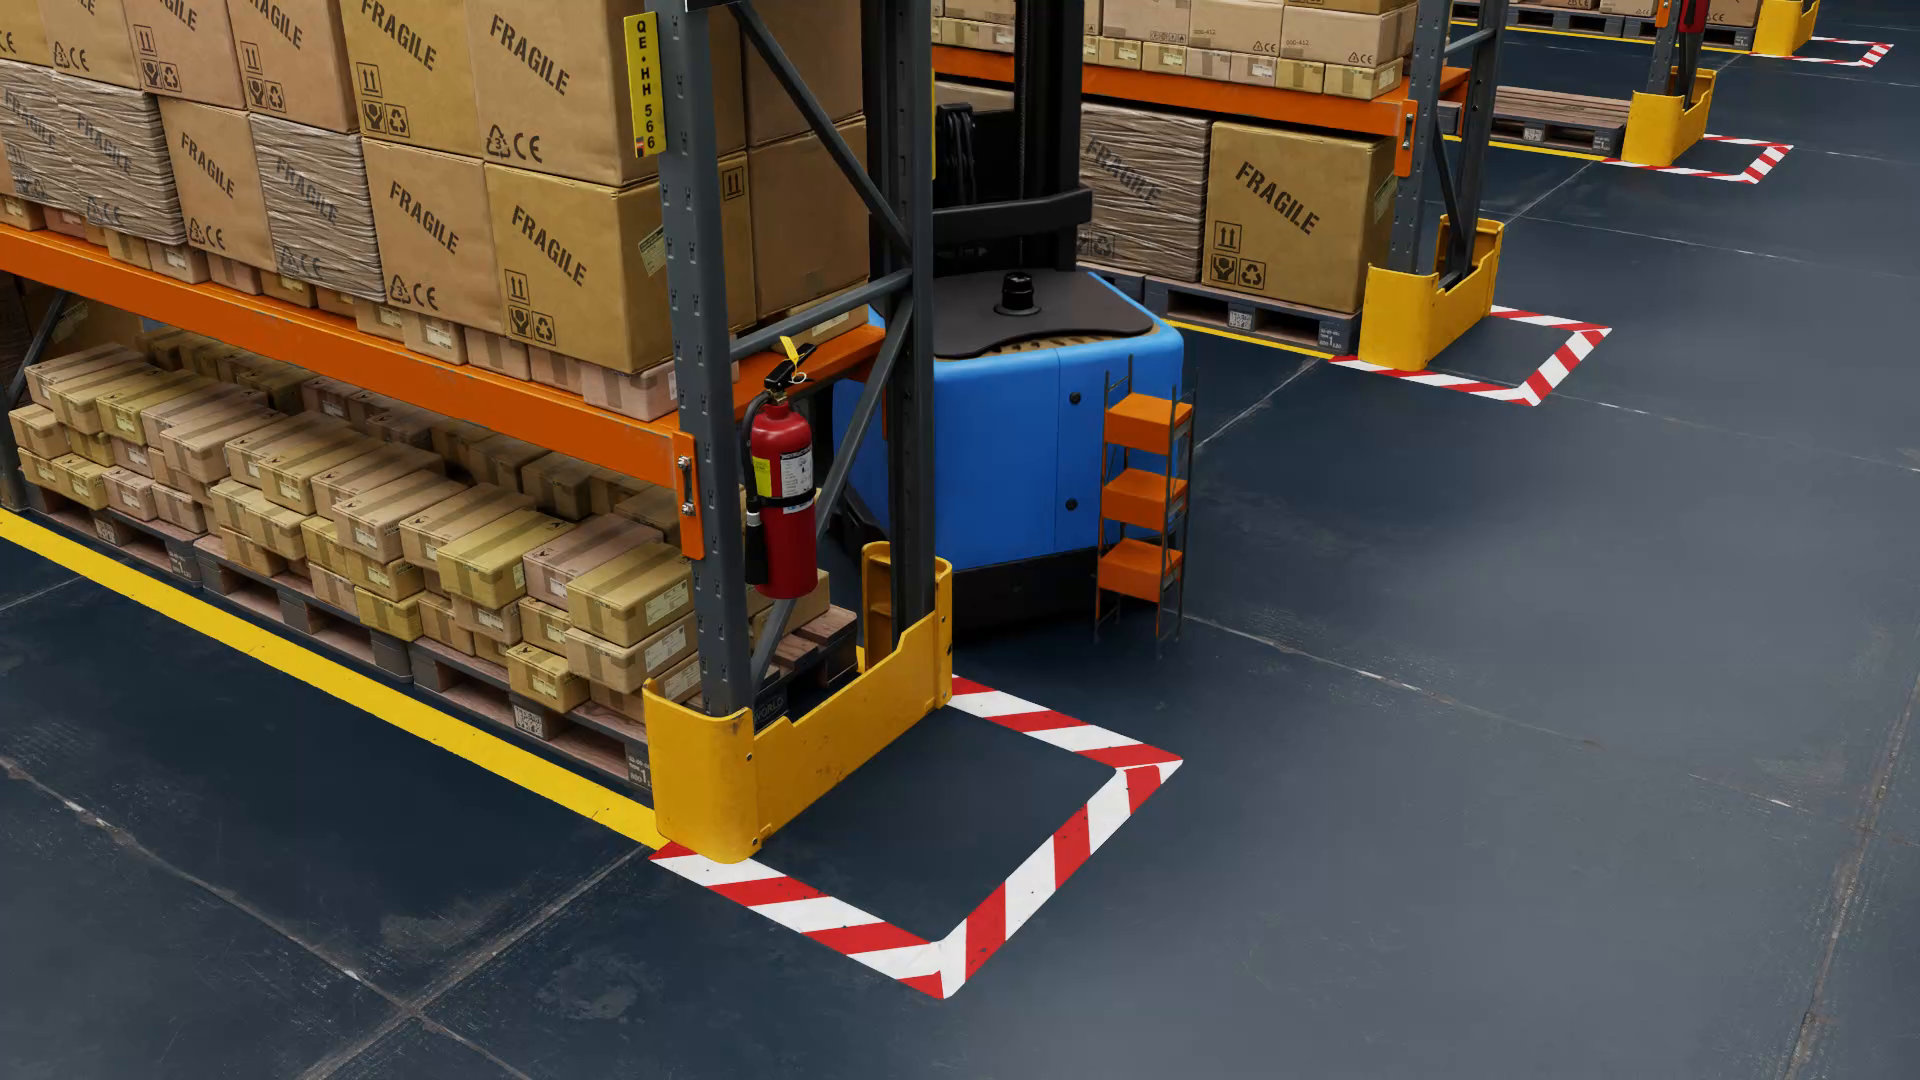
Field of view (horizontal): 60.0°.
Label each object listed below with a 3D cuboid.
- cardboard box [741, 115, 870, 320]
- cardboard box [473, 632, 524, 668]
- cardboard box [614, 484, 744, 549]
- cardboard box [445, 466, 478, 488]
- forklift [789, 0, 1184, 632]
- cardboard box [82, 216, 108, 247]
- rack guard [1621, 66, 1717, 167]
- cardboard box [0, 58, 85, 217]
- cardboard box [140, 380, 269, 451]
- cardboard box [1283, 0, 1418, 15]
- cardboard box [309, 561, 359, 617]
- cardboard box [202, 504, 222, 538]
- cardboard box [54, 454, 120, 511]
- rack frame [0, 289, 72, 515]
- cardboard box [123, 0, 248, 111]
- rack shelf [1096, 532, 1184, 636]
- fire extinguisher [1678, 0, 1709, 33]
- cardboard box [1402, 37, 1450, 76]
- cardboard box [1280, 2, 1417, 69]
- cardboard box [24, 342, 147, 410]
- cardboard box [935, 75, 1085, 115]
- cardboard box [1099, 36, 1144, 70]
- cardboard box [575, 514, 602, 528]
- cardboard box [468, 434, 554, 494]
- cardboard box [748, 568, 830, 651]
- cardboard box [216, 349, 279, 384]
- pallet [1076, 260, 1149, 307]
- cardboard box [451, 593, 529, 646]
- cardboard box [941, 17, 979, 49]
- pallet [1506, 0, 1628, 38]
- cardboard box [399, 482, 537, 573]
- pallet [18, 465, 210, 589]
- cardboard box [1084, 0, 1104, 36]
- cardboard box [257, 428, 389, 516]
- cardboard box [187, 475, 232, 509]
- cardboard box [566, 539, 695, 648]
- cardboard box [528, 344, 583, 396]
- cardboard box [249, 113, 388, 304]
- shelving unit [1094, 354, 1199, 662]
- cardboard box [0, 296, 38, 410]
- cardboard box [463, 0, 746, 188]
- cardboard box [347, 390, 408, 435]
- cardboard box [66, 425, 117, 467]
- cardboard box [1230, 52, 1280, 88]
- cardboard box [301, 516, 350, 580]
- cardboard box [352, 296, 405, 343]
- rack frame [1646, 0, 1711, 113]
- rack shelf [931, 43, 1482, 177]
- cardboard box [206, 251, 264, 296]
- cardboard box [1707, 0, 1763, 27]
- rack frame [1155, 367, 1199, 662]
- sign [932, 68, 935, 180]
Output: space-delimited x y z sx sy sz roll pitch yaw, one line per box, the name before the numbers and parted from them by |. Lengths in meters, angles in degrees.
cardboard box | -0.624 -1.013 4.994 0.500 0.500 0.500 19 33 33
cardboard box | -1.401 0.281 5.571 0.250 0.149 0.380 17 32 30
cardboard box | -0.945 -0.086 5.636 0.250 0.149 0.380 18 32 31
cardboard box | -1.812 -0.211 6.210 0.250 0.149 0.380 19 33 33
forklift | -0.186 -1.618 6.697 1.130 2.935 3.031 -10 29 -18
cardboard box | -2.934 -1.178 6.034 0.250 0.149 0.380 16 31 28
rack guard | 5.312 -3.182 12.451 0.348 0.500 1.175 17 32 30
cardboard box | -3.030 -1.475 5.904 0.500 0.500 0.500 17 32 30
cardboard box | -2.883 -0.462 6.375 0.250 0.149 0.380 16 31 29
cardboard box | 1.930 -2.872 8.097 0.500 0.500 0.500 18 32 31
cardboard box | -2.071 0.103 5.921 0.250 0.149 0.380 18 32 31
cardboard box | -2.657 -0.132 6.382 0.250 0.149 0.380 16 31 28
cardboard box | -3.370 -0.279 6.671 0.250 0.149 0.380 18 32 32
rack frame | -3.708 -1.644 6.673 0.127 3.000 1.000 17 32 30
cardboard box | -2.218 -1.659 5.162 0.500 0.500 0.500 16 31 29
rack shelf | 0.643 0.156 5.923 0.240 0.259 0.215 15 31 27
fire extinguisher | 5.152 -3.888 11.578 0.183 0.674 0.296 17 32 30
cardboard box | 2.375 -2.548 8.726 0.250 0.149 0.380 18 32 31
cardboard box | 1.931 -2.536 8.264 0.500 0.250 0.500 17 31 30
cardboard box | -3.541 -0.660 6.764 0.250 0.149 0.380 19 32 32
cardboard box | 0.424 -2.282 9.807 0.875 0.875 0.875 17 32 30
cardboard box | 0.944 -2.630 8.887 0.250 0.149 0.380 17 32 30
cardboard box | -1.143 -0.018 5.830 0.250 0.149 0.380 18 32 31
cardboard box | -1.555 -0.306 6.069 0.250 0.149 0.380 19 32 32
cardboard box | -0.661 0.212 5.706 0.250 0.149 0.380 18 32 31
cardboard box | -2.825 -0.720 6.881 0.250 0.149 0.380 17 32 30
pallet | 0.776 -1.692 9.842 1.213 0.211 1.003 17 32 30
cardboard box | -1.437 0.172 5.456 0.250 0.149 0.380 16 31 28
cardboard box | 0.102 -2.893 9.404 0.250 0.149 0.380 17 31 30
pallet | 6.371 -5.442 17.212 1.213 0.211 1.003 17 32 30
cardboard box | -1.628 -0.035 5.536 0.250 0.149 0.380 16 31 28
pallet | -3.134 -0.242 6.993 1.213 0.211 1.003 17 32 30
cardboard box | 0.662 -2.930 9.037 0.500 0.250 0.500 17 32 30
cardboard box | -2.267 -0.249 5.956 0.250 0.149 0.380 17 32 31
cardboard box | -2.675 -0.250 6.287 0.250 0.149 0.380 19 33 33
cardboard box | -0.990 0.160 5.152 0.250 0.149 0.380 18 32 31
cardboard box | -1.023 -0.561 4.822 0.250 0.149 0.380 17 32 30
cardboard box | -1.772 -1.074 5.115 0.500 0.500 0.500 17 32 30
shelving unit | 0.643 -0.102 5.792 0.252 1.050 0.215 15 31 27
cardboard box | -4.460 -0.813 7.333 0.500 0.500 0.500 17 31 29
cardboard box | -0.929 -1.264 4.386 0.500 0.500 0.500 17 31 29
cardboard box | -2.150 -0.524 6.497 0.250 0.149 0.380 16 31 29
cardboard box | -3.331 -0.449 6.677 0.250 0.149 0.380 18 32 31
cardboard box | 1.578 -2.433 8.500 0.250 0.149 0.380 17 32 30
cardboard box | -2.072 -0.029 5.851 0.250 0.149 0.380 19 33 33
cardboard box | -1.662 -0.755 5.204 0.250 0.149 0.380 16 31 28
rack frame | 5.285 -4.297 11.886 0.127 3.000 1.000 17 32 30
rack shelf | 0.832 -2.638 9.420 4.000 0.370 1.077 17 32 30
cardboard box | -2.299 -0.966 5.617 0.250 0.149 0.380 19 32 32
cardboard box | 7.505 -5.277 16.084 0.500 0.500 0.500 17 32 30
rack frame | 0.748 -0.073 5.736 0.008 1.050 0.200 15 31 27
sign | -0.104 -1.206 4.857 0.005 0.325 0.100 17 32 30
